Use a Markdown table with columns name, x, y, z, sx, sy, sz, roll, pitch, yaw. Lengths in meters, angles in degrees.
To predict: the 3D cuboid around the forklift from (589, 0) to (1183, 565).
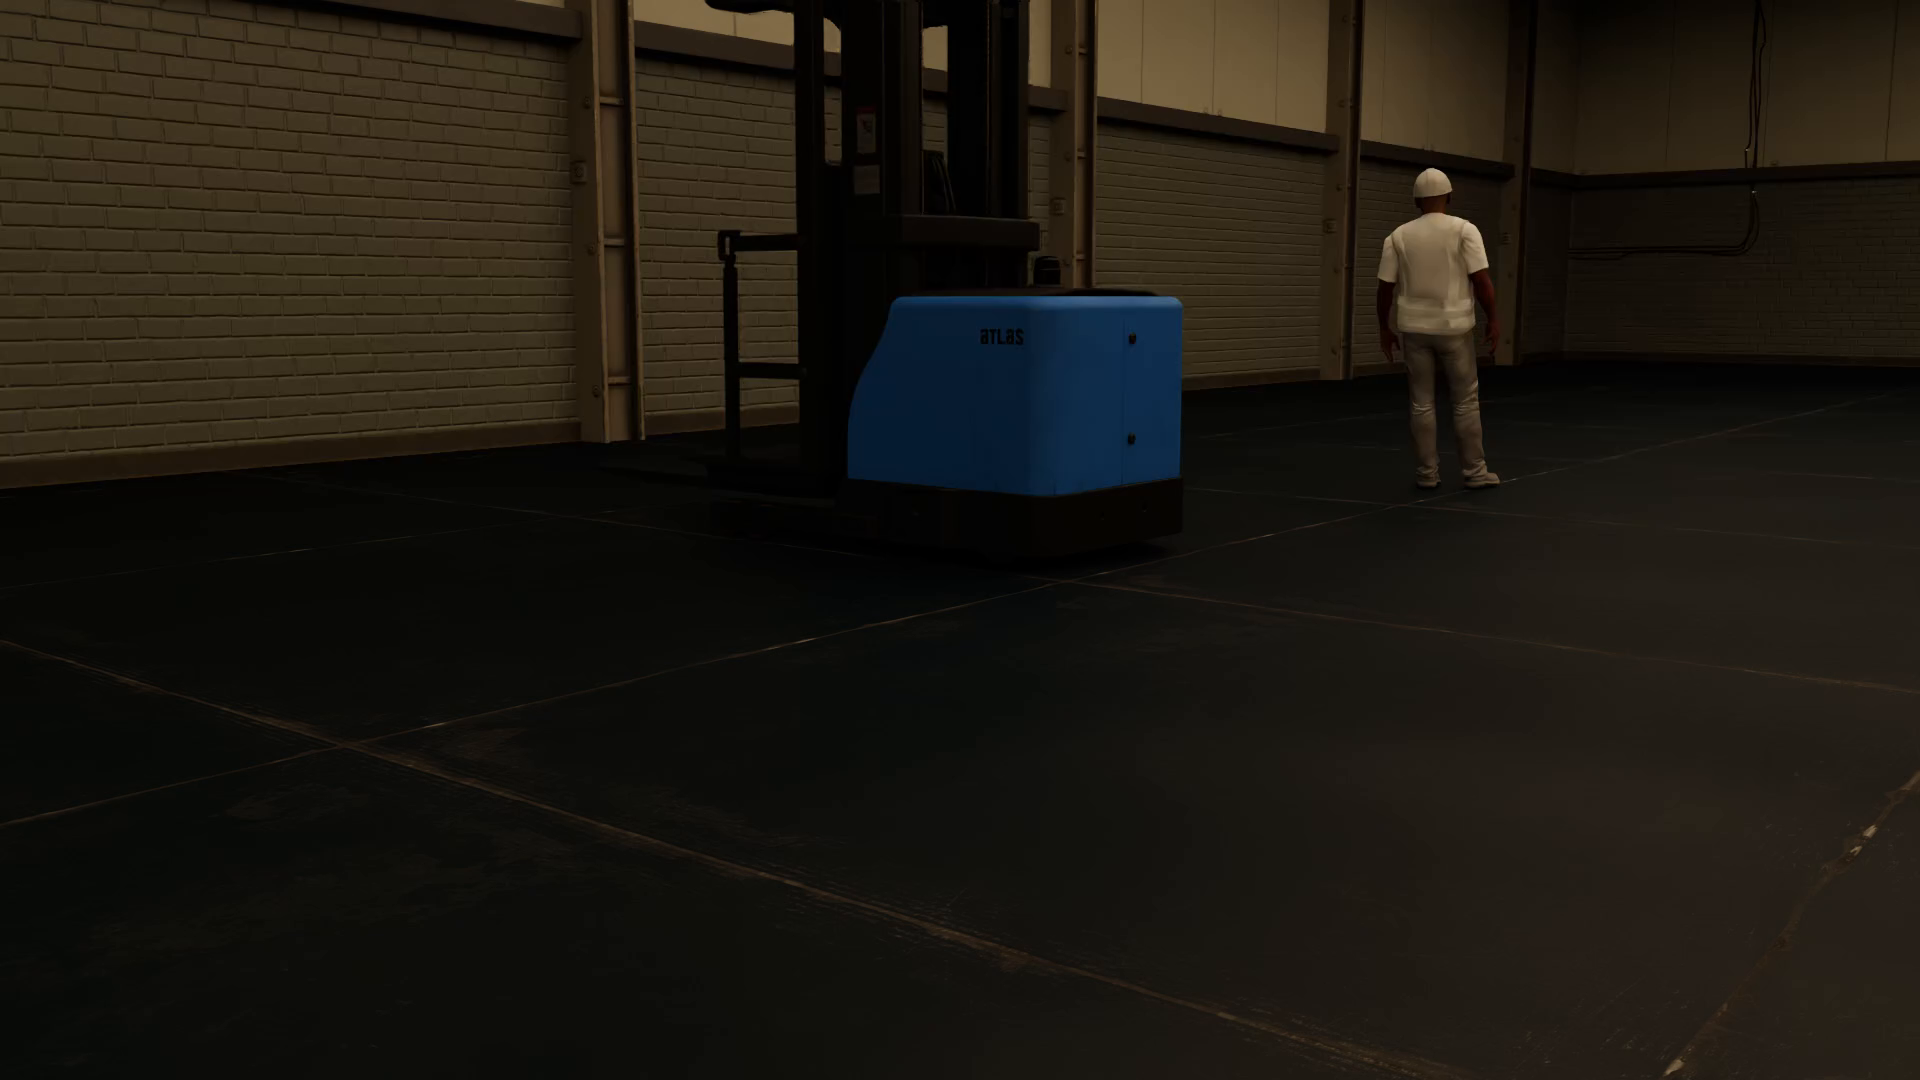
| name | x | y | z | sx | sy | sz | roll | pitch | yaw |
| --- | --- | --- | --- | --- | --- | --- | --- | --- | --- |
| forklift | -0.501 | -1.501 | 7.541 | 3.031 | 2.935 | 1.130 | 7 | 11 | 39 |

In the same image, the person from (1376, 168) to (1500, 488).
| name | x | y | z | sx | sy | sz | roll | pitch | yaw |
| --- | --- | --- | --- | --- | --- | --- | --- | --- | --- |
| person | 2.694 | -1.182 | 9.330 | 0.665 | 1.765 | 0.577 | 5 | 10 | 30 |
